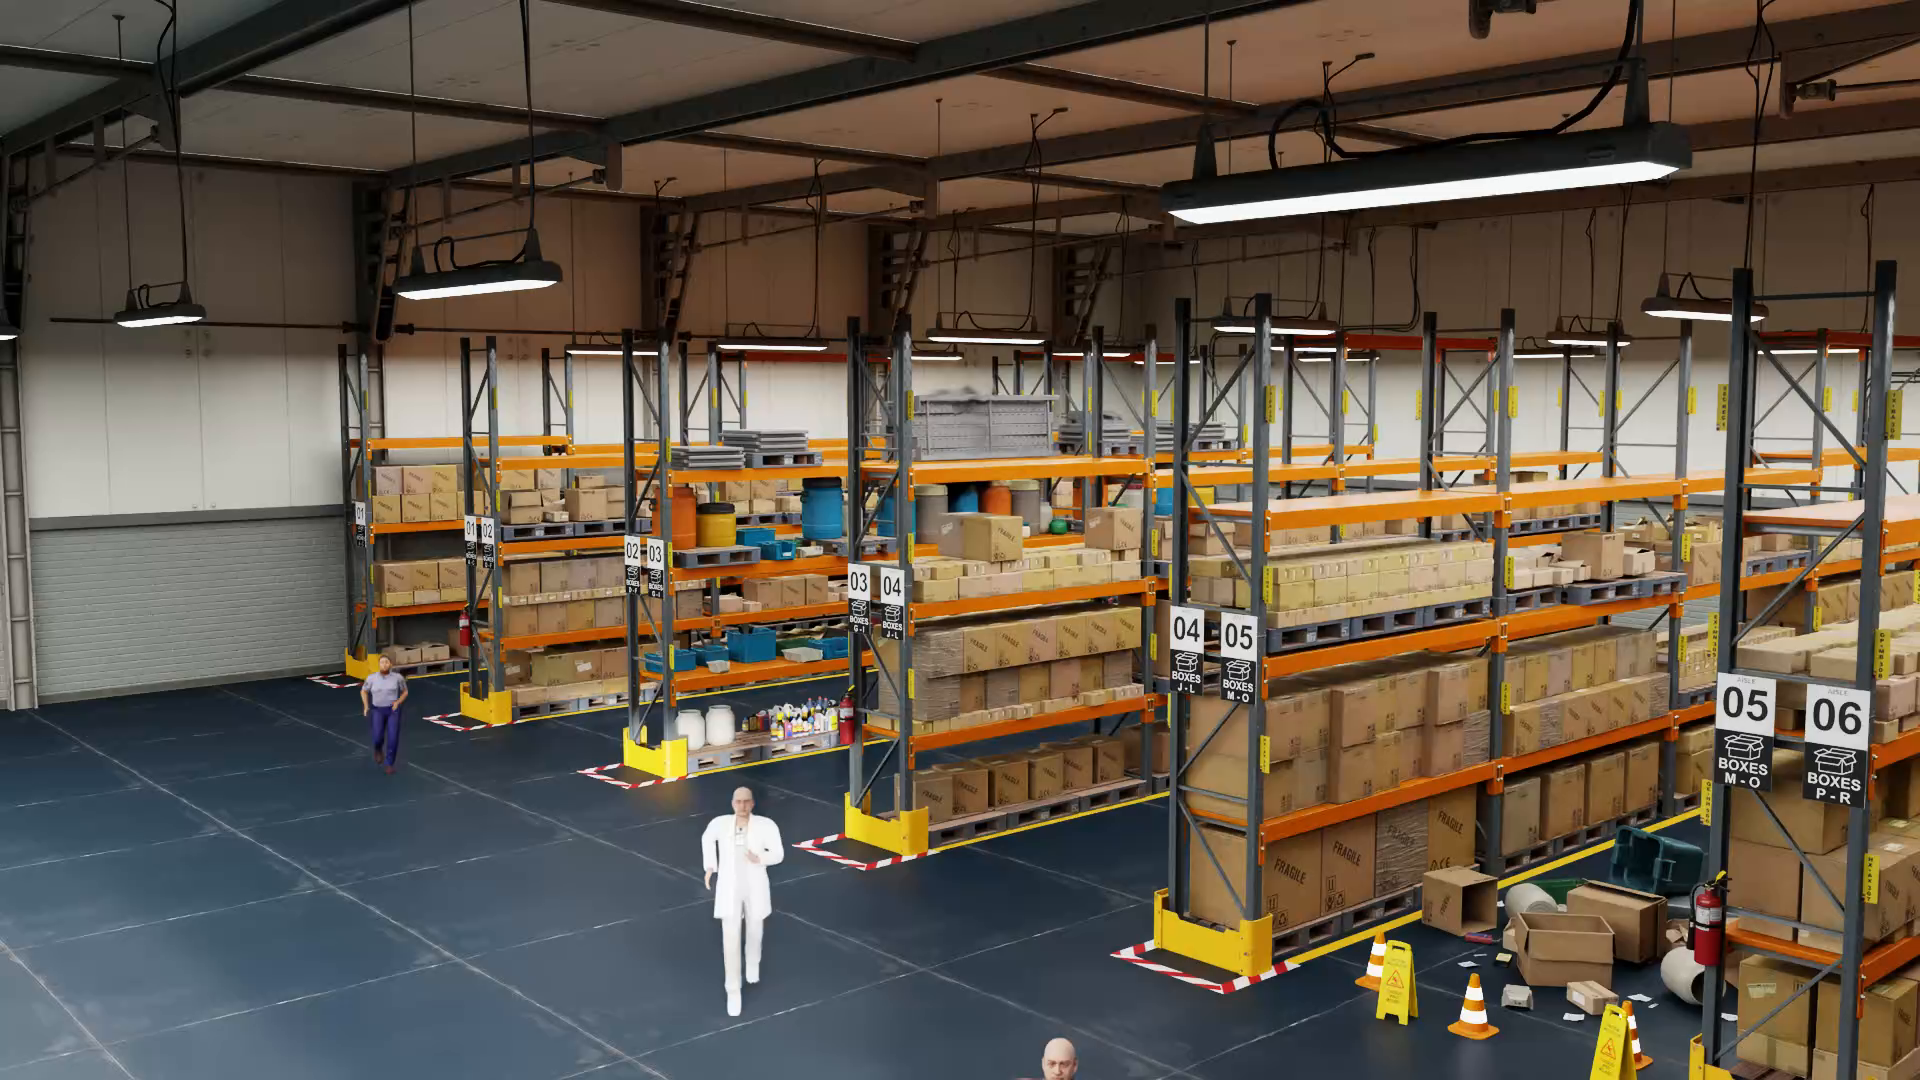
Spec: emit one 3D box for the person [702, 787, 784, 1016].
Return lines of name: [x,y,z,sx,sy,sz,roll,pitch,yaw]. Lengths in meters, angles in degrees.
person: [-1.840,2.995,14.114,0.687,1.806,0.950,-1,5,-8]

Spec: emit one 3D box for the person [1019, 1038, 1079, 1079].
person: [0.526,3.507,8.838,0.723,1.746,0.629,0,5,2]

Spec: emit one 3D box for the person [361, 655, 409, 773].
person: [-7.780,2.358,22.523,0.615,1.607,0.550,-2,5,-20]
